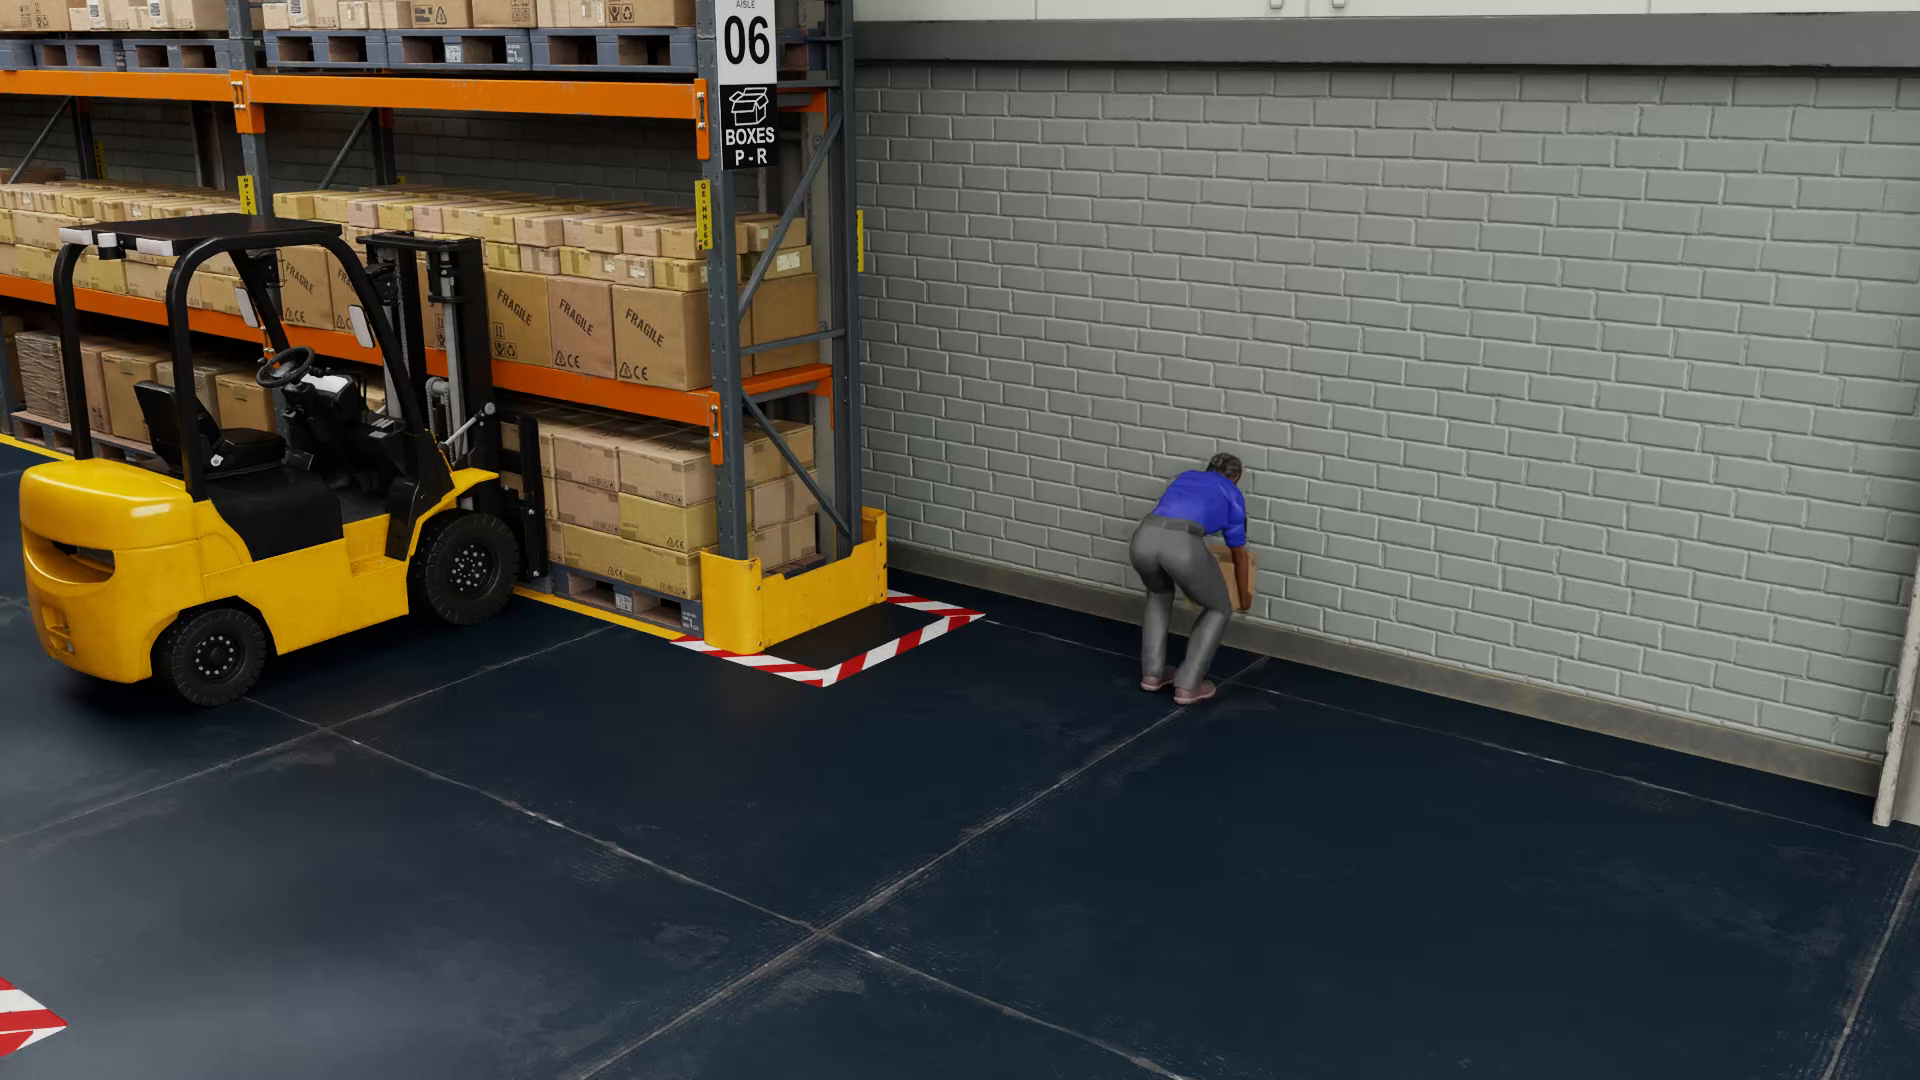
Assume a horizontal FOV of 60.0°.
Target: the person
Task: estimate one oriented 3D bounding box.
[{"bbox_3d":[1.124,0.175,7.971,0.439,1.085,0.854,11,20,32],"label":"person"}]
